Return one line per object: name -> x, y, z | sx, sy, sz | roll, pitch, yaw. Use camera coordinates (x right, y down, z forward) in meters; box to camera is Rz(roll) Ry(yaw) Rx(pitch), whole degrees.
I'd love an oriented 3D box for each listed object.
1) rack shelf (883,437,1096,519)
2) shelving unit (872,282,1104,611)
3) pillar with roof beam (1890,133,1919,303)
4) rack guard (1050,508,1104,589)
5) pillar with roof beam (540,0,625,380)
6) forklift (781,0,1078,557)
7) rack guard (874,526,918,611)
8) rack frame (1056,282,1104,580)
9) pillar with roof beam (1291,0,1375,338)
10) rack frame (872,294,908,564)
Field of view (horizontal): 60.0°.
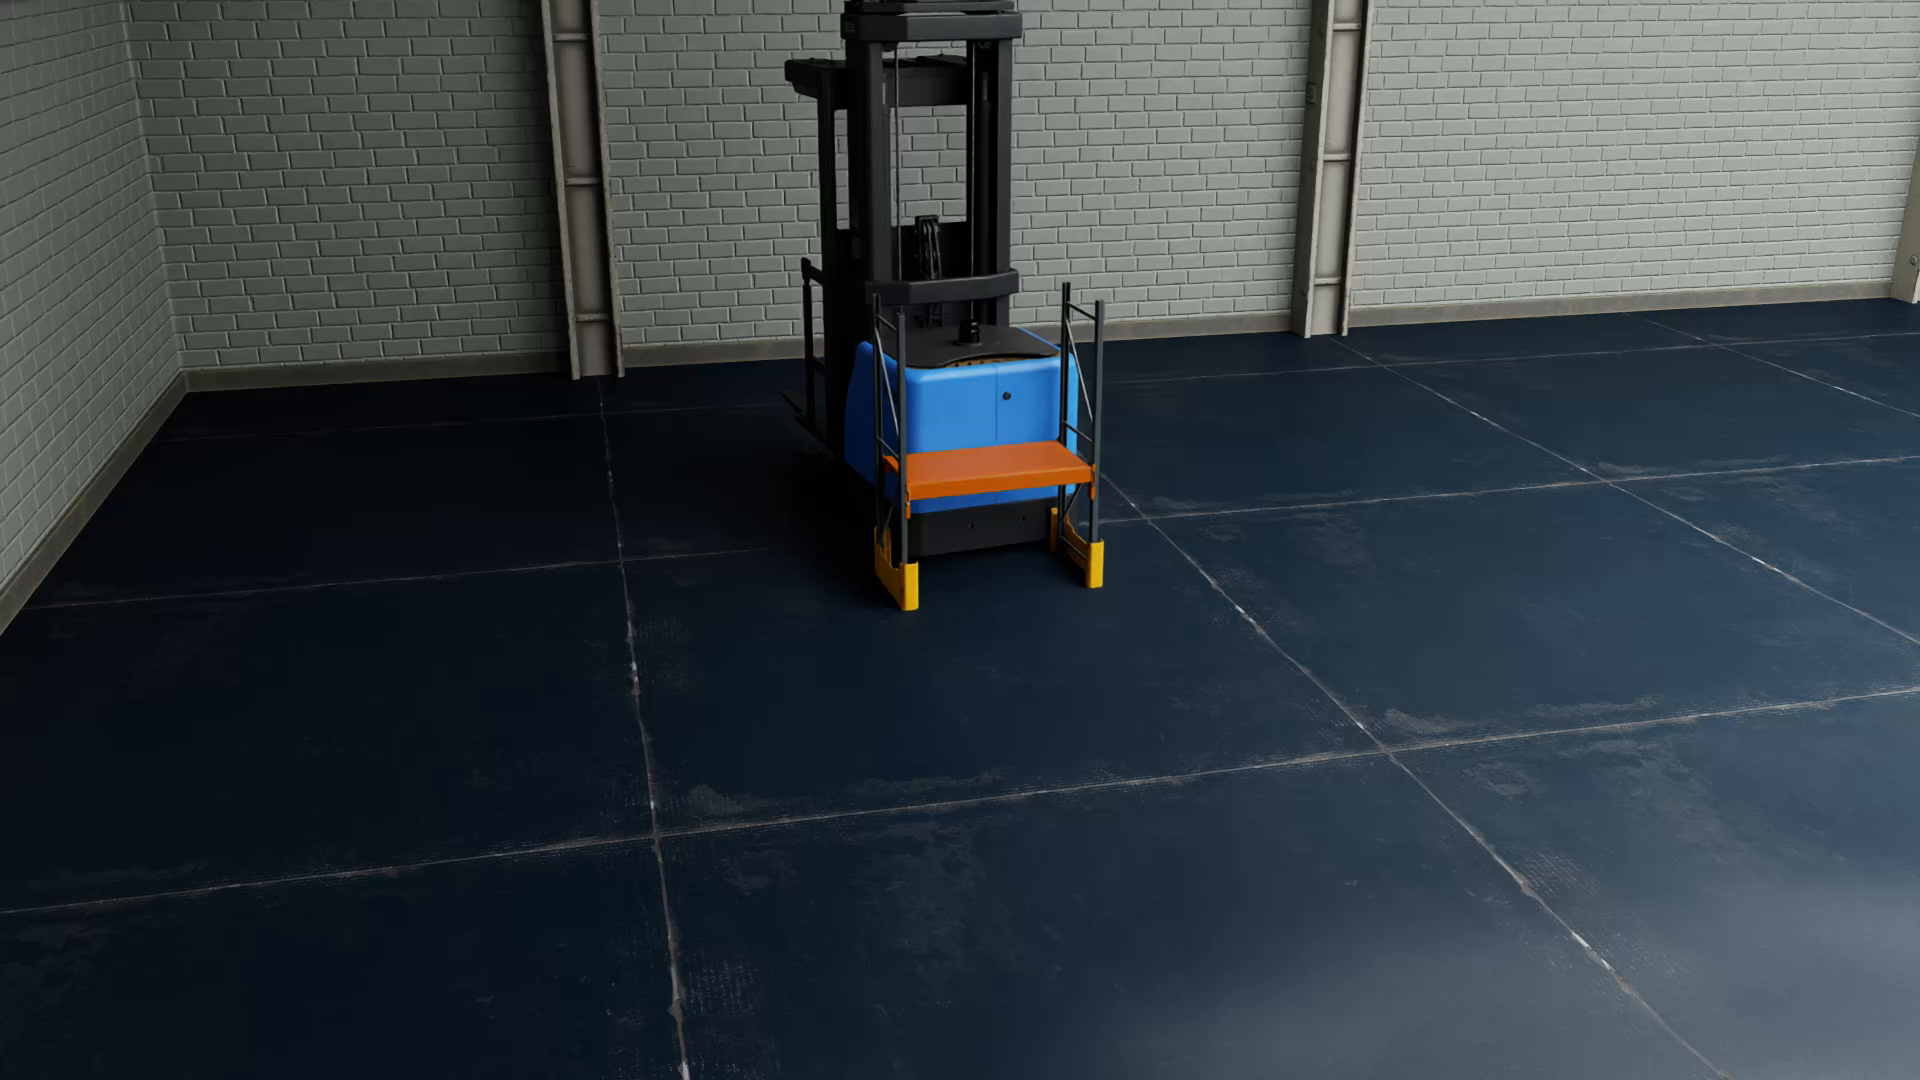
rack shelf -> 0.134, -0.327, 8.549 | 1.000, 0.185, 0.538 | -6, 21, -17
shelving unit -> 0.143, -0.497, 8.490 | 1.083, 1.500, 0.587 | -6, 21, -17
pillar with roof beam -> 9.873, -5.021, 9.940 | 0.400, 9.000, 9.100 | -5, 21, -12
rack guard -> 0.617, 0.038, 8.847 | 0.087, 0.250, 0.587 | -6, 21, -17
pillar with roof beam -> -1.805, -4.072, 7.347 | 0.400, 9.000, 9.100 | -5, 21, -12
forklift -> -0.362, -1.757, 9.850 | 1.130, 2.935, 3.031 | -8, 22, -20
rack guard -> -0.332, 0.142, 8.563 | 0.087, 0.250, 0.587 | -6, 21, -17
rack frame -> 0.618, -0.549, 8.632 | 0.032, 1.500, 0.500 | -6, 21, -17
pillar with roof beam -> 4.034, -4.547, 8.643 | 0.400, 9.000, 9.100 | -5, 21, -12
rack frame -> -0.350, -0.443, 8.343 | 0.032, 1.500, 0.500 | -6, 21, -17
